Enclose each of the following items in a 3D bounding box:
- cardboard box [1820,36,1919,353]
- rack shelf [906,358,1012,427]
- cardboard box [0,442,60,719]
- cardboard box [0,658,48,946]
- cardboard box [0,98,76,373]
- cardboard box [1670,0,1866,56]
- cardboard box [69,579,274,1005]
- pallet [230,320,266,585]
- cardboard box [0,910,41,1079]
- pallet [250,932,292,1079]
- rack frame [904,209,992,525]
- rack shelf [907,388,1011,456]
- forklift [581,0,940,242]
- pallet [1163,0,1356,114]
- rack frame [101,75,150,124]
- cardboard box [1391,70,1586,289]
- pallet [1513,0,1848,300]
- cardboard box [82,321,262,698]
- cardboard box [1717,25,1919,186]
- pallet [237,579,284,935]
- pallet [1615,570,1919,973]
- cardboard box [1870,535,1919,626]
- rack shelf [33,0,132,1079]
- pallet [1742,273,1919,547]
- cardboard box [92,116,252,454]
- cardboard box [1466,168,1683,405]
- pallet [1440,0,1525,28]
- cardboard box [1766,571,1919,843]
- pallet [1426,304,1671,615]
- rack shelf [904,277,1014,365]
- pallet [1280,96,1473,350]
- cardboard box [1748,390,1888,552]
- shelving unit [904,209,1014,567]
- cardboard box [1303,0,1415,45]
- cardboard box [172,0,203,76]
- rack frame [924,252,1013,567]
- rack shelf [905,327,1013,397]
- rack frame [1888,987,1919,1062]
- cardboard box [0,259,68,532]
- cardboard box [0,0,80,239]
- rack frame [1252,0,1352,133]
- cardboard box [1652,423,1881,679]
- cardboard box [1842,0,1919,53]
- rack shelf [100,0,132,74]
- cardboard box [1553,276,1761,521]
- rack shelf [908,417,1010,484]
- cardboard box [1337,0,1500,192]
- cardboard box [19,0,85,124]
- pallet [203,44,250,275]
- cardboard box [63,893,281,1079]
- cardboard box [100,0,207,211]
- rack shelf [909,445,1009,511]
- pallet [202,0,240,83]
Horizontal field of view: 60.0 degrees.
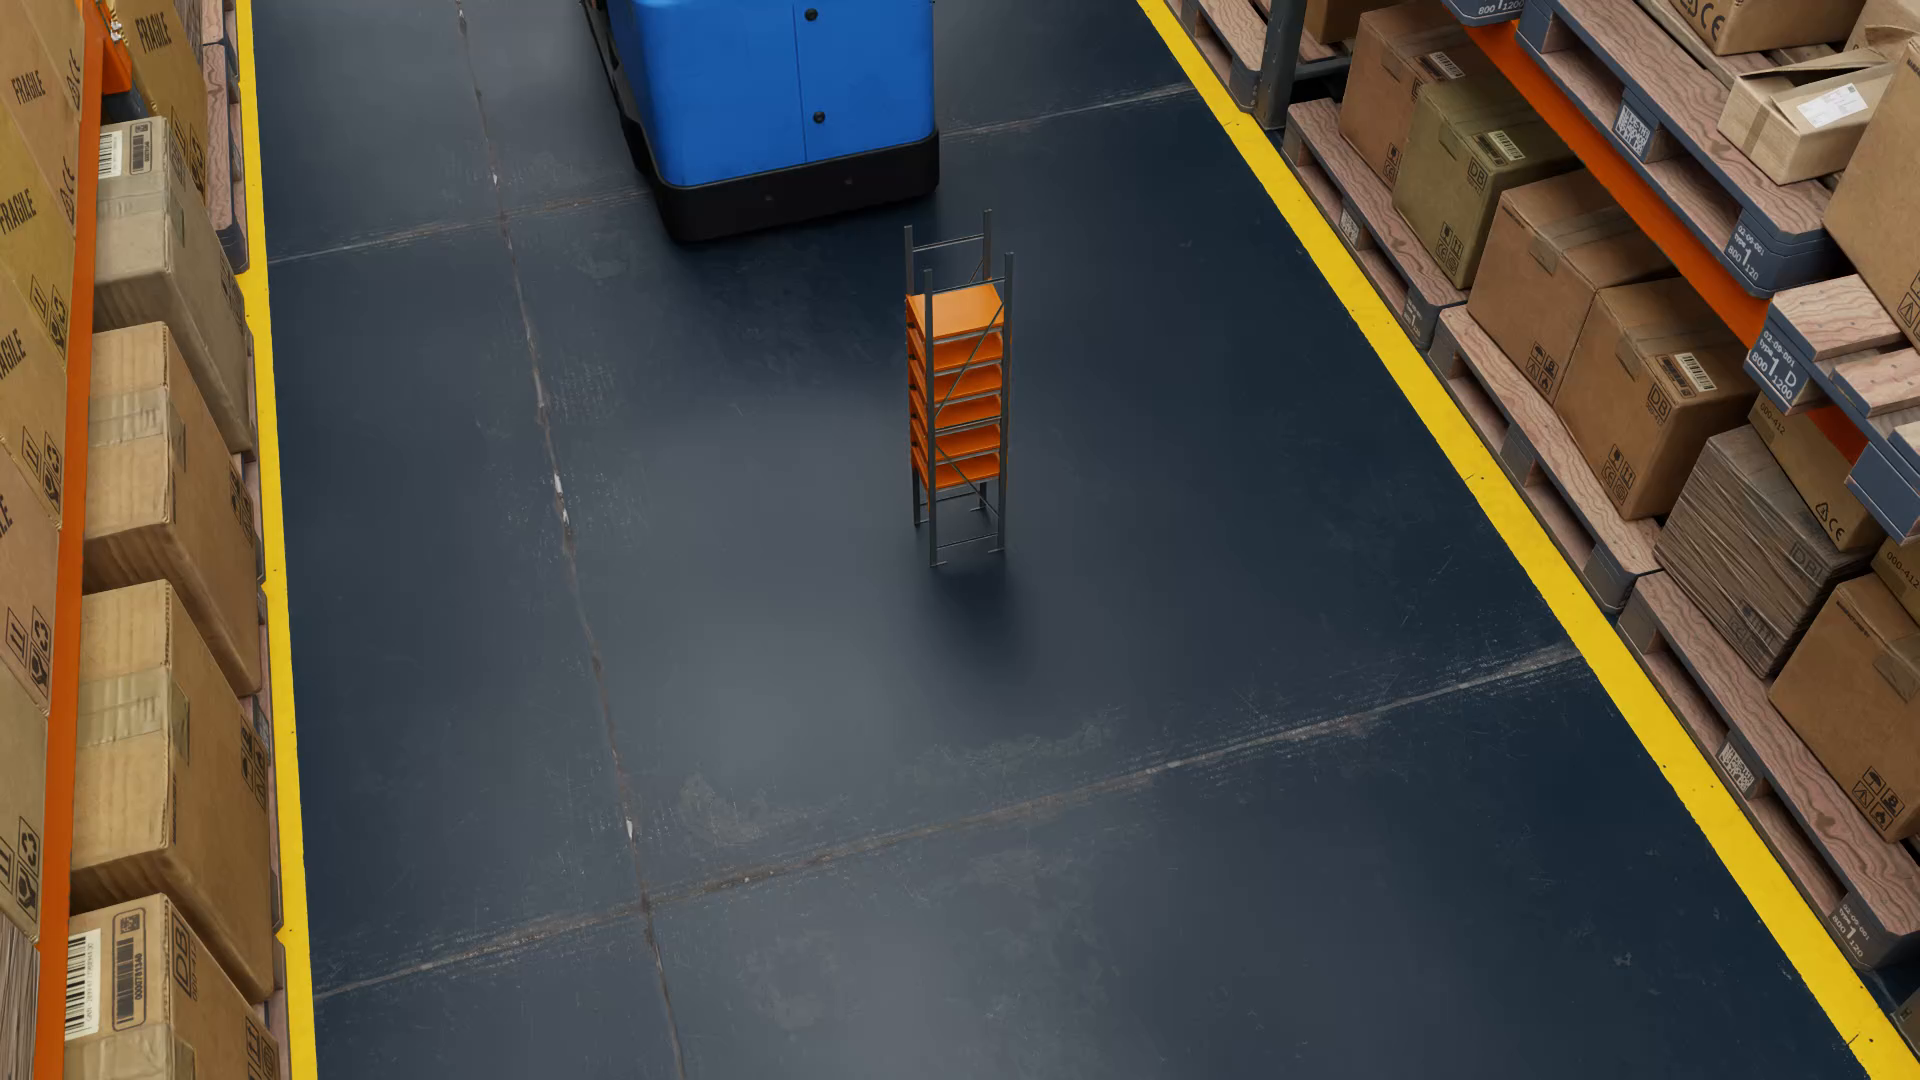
[{"bbox_3d":[2.396,-0.760,3.589,0.700,0.500,0.500,-7,50,-6],"label":"cardboard box"},{"bbox_3d":[-0.004,-0.446,4.742,0.258,0.103,0.180,-13,51,-11],"label":"rack shelf"},{"bbox_3d":[-2.090,0.065,3.168,0.500,0.500,0.500,-13,51,-11],"label":"cardboard box"},{"bbox_3d":[-1.941,0.434,2.857,0.500,0.500,0.500,-14,51,-11],"label":"cardboard box"},{"bbox_3d":[-2.387,-0.669,3.787,0.500,0.500,0.500,-13,51,-11],"label":"cardboard box"},{"bbox_3d":[2.273,-1.667,4.351,0.797,0.503,0.637,-9,50,-7],"label":"cardboard box"},{"bbox_3d":[-2.269,0.712,3.884,1.050,0.750,0.750,-13,51,-10],"label":"cardboard box"},{"bbox_3d":[-2.796,-0.251,5.323,1.003,0.211,1.213,-13,51,-11],"label":"pallet"},{"bbox_3d":[-1.788,0.804,2.545,0.500,0.500,0.500,-13,51,-11],"label":"cardboard box"},{"bbox_3d":[-2.074,1.531,3.821,1.003,0.211,1.213,-13,51,-11],"label":"pallet"},{"bbox_3d":[-0.031,-0.464,4.857,0.240,1.200,0.006,-13,51,-11],"label":"rack frame"},{"bbox_3d":[-0.004,-0.369,4.834,0.258,0.103,0.180,-13,51,-11],"label":"rack shelf"},{"bbox_3d":[-1.021,-3.191,6.023,1.130,2.935,3.031,-14,51,-12],"label":"forklift"},{"bbox_3d":[1.440,-2.327,7.074,1.003,0.211,1.213,-13,51,-11],"label":"pallet"},{"bbox_3d":[-3.096,-1.696,4.718,1.000,3.000,0.127,-13,51,-11],"label":"rack frame"},{"bbox_3d":[1.956,-1.274,5.709,0.700,0.500,0.500,-14,51,-11],"label":"cardboard box"},{"bbox_3d":[2.230,-1.197,4.423,1.003,0.211,1.213,-13,51,-11],"label":"pallet"},{"bbox_3d":[-2.545,0.032,4.458,1.050,0.750,0.750,-13,51,-11],"label":"cardboard box"},{"bbox_3d":[2.104,-1.071,4.004,0.396,0.266,0.258,-15,51,-12],"label":"cardboard box"},{"bbox_3d":[-2.431,0.642,4.571,1.003,0.211,1.213,-13,51,-11],"label":"pallet"},{"bbox_3d":[2.625,0.505,4.686,1.003,0.211,1.213,-13,51,-11],"label":"pallet"},{"bbox_3d":[2.628,0.117,4.046,0.500,0.250,0.500,-11,51,-9],"label":"cardboard box"},{"bbox_3d":[-2.504,-0.003,3.762,1.077,0.370,4.000,-13,51,-11],"label":"rack shelf"},{"bbox_3d":[2.542,-0.257,3.630,1.213,0.211,1.003,-13,51,-11],"label":"pallet"},{"bbox_3d":[-2.826,-0.673,5.052,1.050,0.750,0.750,-14,51,-11],"label":"cardboard box"},{"bbox_3d":[2.122,-0.865,5.365,0.700,0.500,0.500,-17,52,-14],"label":"cardboard box"},{"bbox_3d":[1.759,-2.091,5.176,1.003,0.211,1.213,-13,51,-11],"label":"pallet"},{"bbox_3d":[2.638,0.357,4.334,0.700,0.500,0.500,-16,52,-13],"label":"cardboard box"},{"bbox_3d":[2.268,-0.384,5.436,1.003,0.211,1.213,-13,51,-11],"label":"pallet"},{"bbox_3d":[-0.004,-0.601,4.559,0.258,0.103,0.180,-13,51,-11],"label":"rack shelf"},{"bbox_3d":[1.904,-1.277,6.188,1.003,0.211,1.213,-13,51,-11],"label":"pallet"},{"bbox_3d":[2.462,-0.268,4.371,0.500,0.250,0.500,-8,50,-7],"label":"cardboard box"},{"bbox_3d":[-0.004,-0.397,4.800,0.258,1.200,0.189,-13,51,-11],"label":"shelving unit"},{"bbox_3d":[1.592,-2.375,6.650,0.500,0.500,0.500,-15,51,-12],"label":"cardboard box"},{"bbox_3d":[-3.485,-2.279,6.325,0.875,0.875,0.875,-13,51,-11],"label":"cardboard box"},{"bbox_3d":[0.023,-0.330,4.744,0.240,1.200,0.006,-13,51,-11],"label":"rack frame"},{"bbox_3d":[-0.004,-0.523,4.651,0.258,0.103,0.180,-13,51,-11],"label":"rack shelf"},{"bbox_3d":[2.855,0.178,3.138,1.000,3.000,0.127,-13,51,-11],"label":"rack frame"},{"bbox_3d":[-2.235,-0.299,3.475,0.500,0.500,0.500,-14,51,-11],"label":"cardboard box"},{"bbox_3d":[-2.537,-1.039,4.098,0.500,0.500,0.500,-14,51,-11],"label":"cardboard box"},{"bbox_3d":[1.672,-2.744,5.601,1.000,3.000,0.127,-13,51,-11],"label":"rack frame"},{"bbox_3d":[2.461,-0.045,4.674,0.700,0.500,0.500,-17,52,-14],"label":"cardboard box"},{"bbox_3d":[2.579,-1.185,4.111,0.500,0.250,0.500,-15,51,-12],"label":"cardboard box"},{"bbox_3d":[-3.687,-2.925,6.224,1.077,0.370,4.000,-13,51,-11],"label":"rack shelf"},{"bbox_3d":[2.287,-0.458,5.021,0.700,0.500,0.500,-9,51,-8],"label":"cardboard box"},{"bbox_3d":[-0.004,-0.291,4.926,0.258,0.103,0.180,-13,51,-11],"label":"rack shelf"},{"bbox_3d":[1.833,-1.627,6.006,0.700,0.500,0.500,-17,52,-14],"label":"cardboard box"},{"bbox_3d":[-2.686,-1.408,4.409,0.500,0.500,0.500,-14,51,-11],"label":"cardboard box"},{"bbox_3d":[-3.246,-1.370,6.267,1.003,0.211,1.213,-13,51,-11],"label":"pallet"},{"bbox_3d":[-2.007,1.350,3.347,1.050,0.750,0.750,-14,51,-11],"label":"cardboard box"},{"bbox_3d":[-3.215,-1.622,5.770,0.875,0.875,0.875,-13,51,-10],"label":"cardboard box"},{"bbox_3d":[-0.004,-0.214,5.018,0.258,0.103,0.180,-13,51,-11],"label":"rack shelf"},{"bbox_3d":[-3.611,-2.263,7.020,1.003,0.211,1.213,-13,51,-11],"label":"pallet"}]
